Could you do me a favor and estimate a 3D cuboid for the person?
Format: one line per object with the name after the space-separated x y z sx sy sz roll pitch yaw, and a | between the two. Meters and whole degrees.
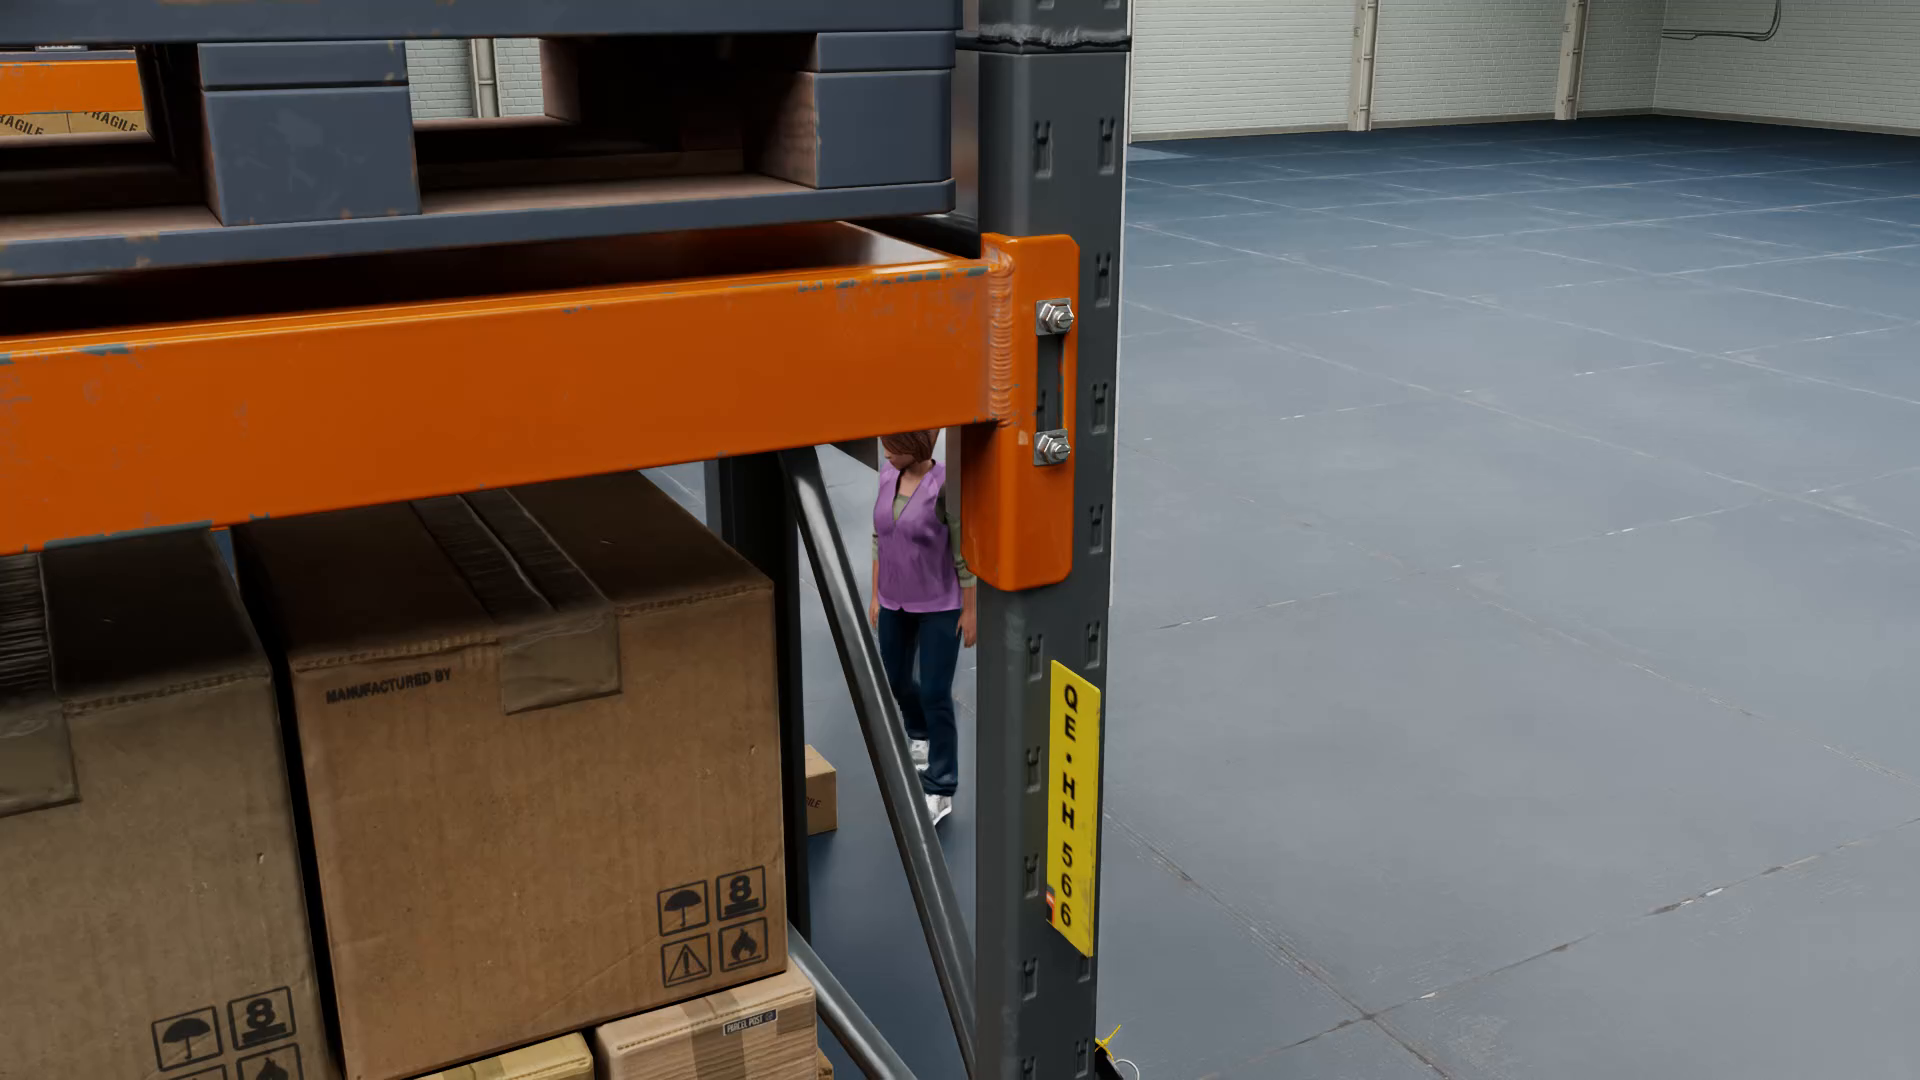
-0.145 0.247 6.317 0.460 1.575 0.615 13 23 34 | person
